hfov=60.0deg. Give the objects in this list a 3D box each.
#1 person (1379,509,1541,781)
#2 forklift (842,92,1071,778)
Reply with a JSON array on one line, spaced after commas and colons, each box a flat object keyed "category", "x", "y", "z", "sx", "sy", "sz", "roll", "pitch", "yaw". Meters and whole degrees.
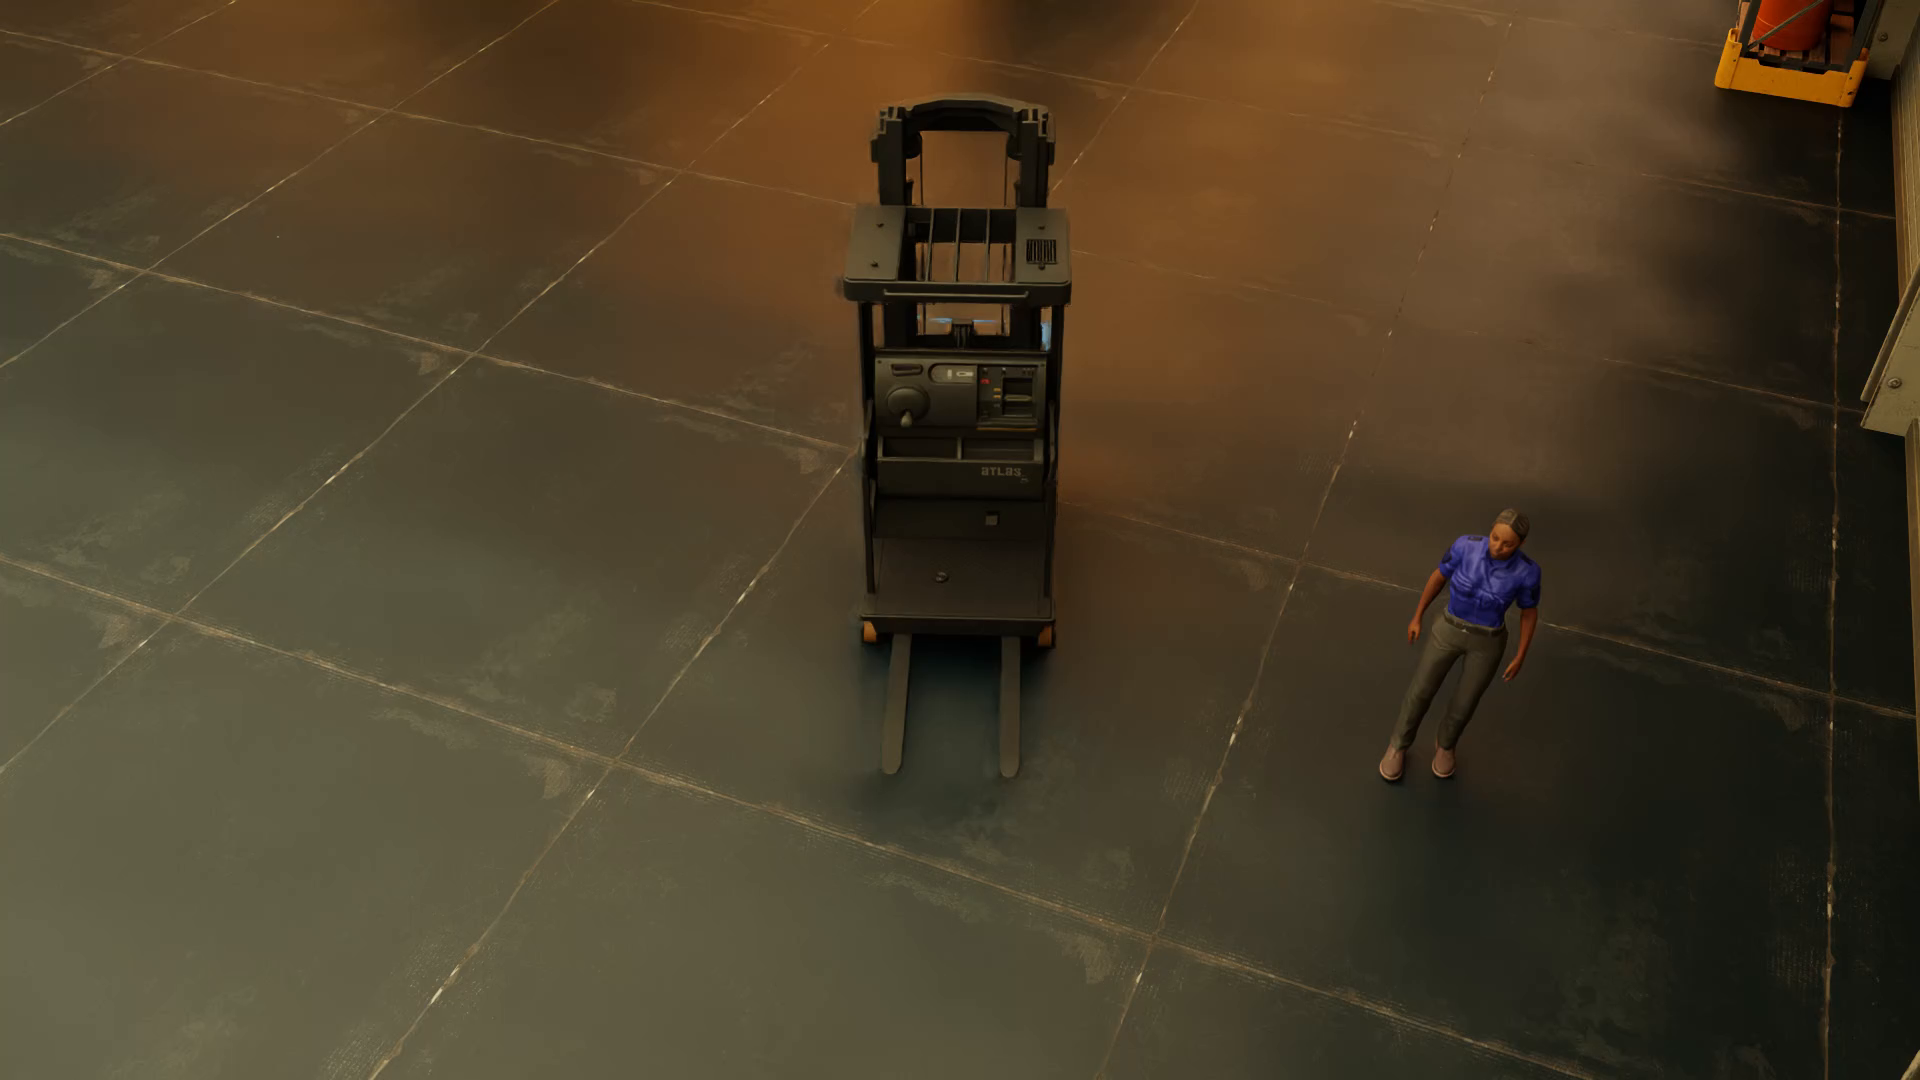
[{"category": "person", "x": 2.528, "y": 0.551, "z": 8.341, "sx": 0.586, "sy": 1.660, "sz": 0.491, "roll": 17, "pitch": 43, "yaw": 19}, {"category": "forklift", "x": -0.002, "y": -0.721, "z": 8.867, "sx": 1.130, "sy": 2.935, "sz": 3.031, "roll": 1, "pitch": 40, "yaw": 1}]
